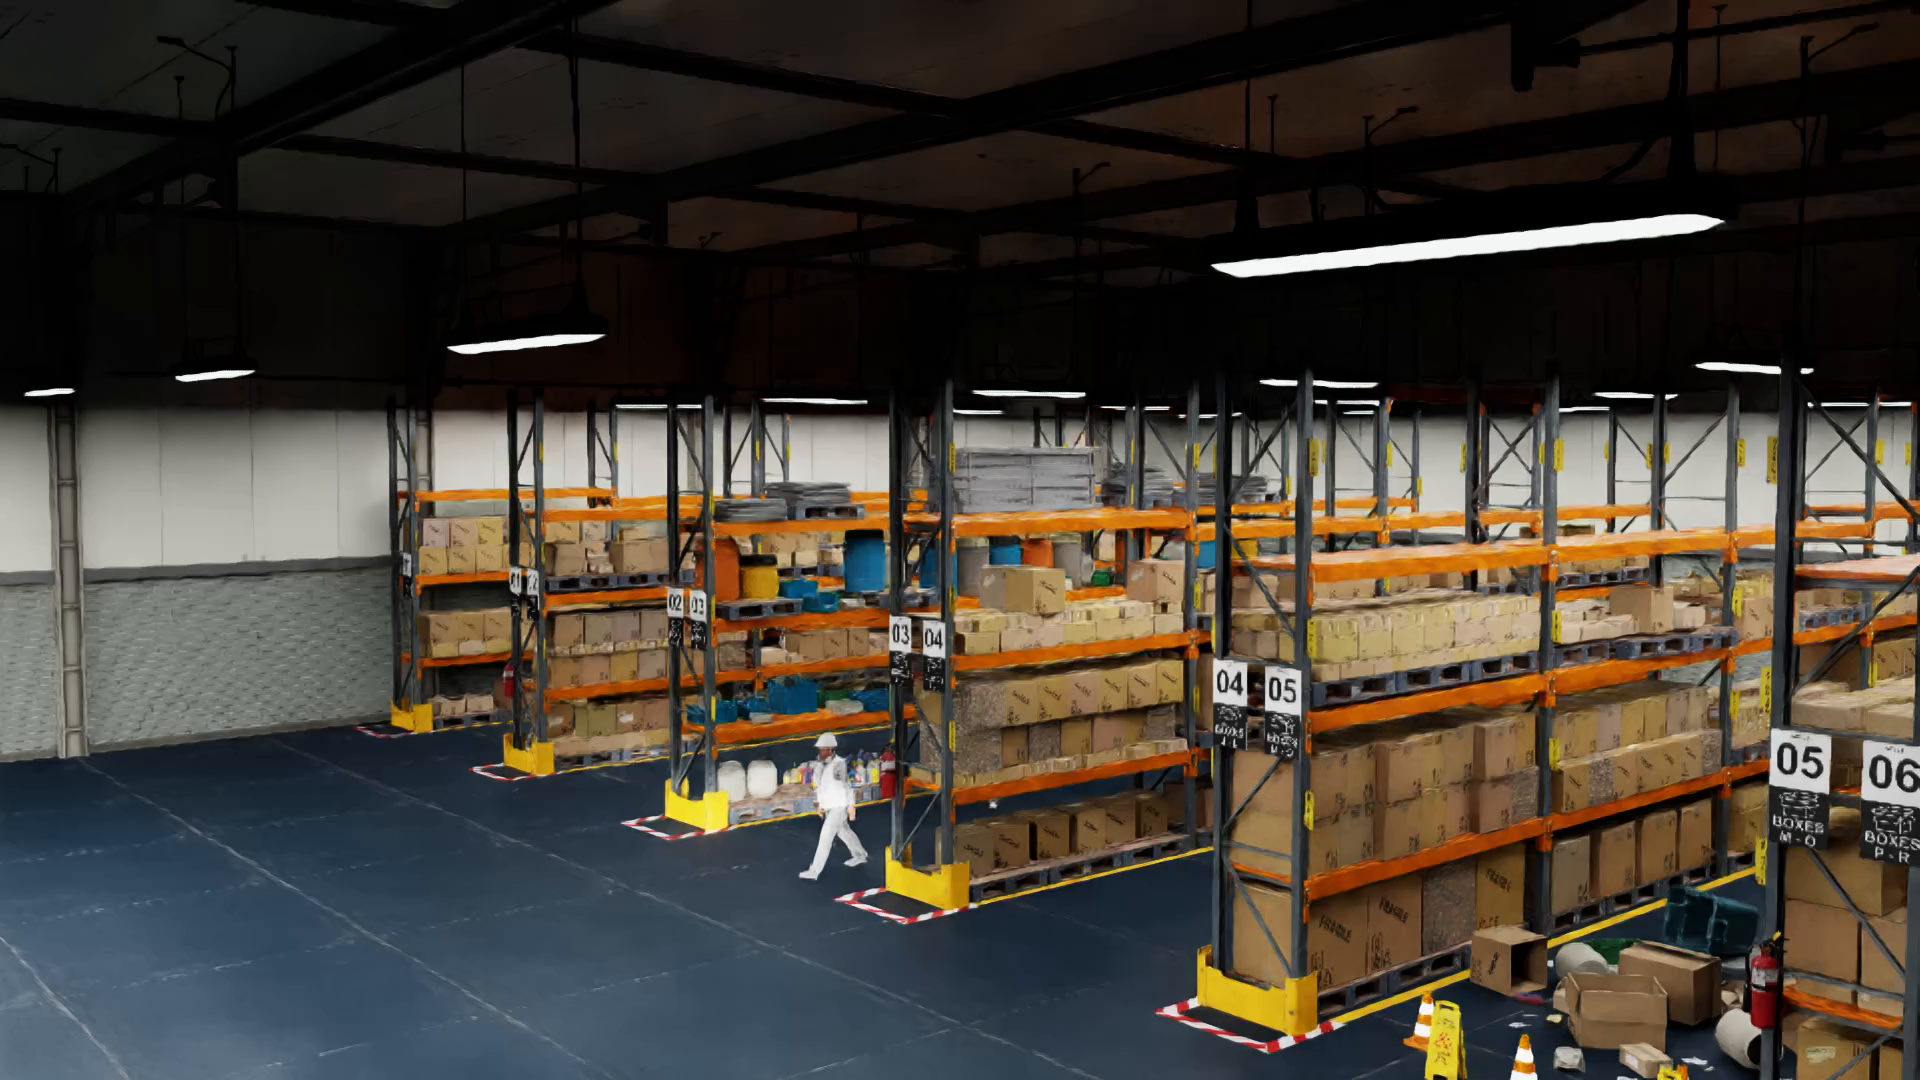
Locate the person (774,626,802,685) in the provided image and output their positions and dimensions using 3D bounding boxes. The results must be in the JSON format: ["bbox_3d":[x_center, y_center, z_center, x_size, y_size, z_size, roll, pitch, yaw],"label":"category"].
[{"bbox_3d":[-3.349,2.413,32.299,1.103,1.724,0.600,-3,4,-41],"label":"person"}]

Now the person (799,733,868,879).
[{"bbox_3d":[-1.548,3.142,19.890,1.114,1.700,0.543,-3,4,-37],"label":"person"}]

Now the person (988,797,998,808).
[{"bbox_3d":[0.428,2.967,23.720,0.609,1.604,0.814,2,4,33],"label":"person"}]

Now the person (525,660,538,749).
[{"bbox_3d":[-7.113,2.743,28.236,1.029,1.517,0.417,-3,4,-38],"label":"person"}]
